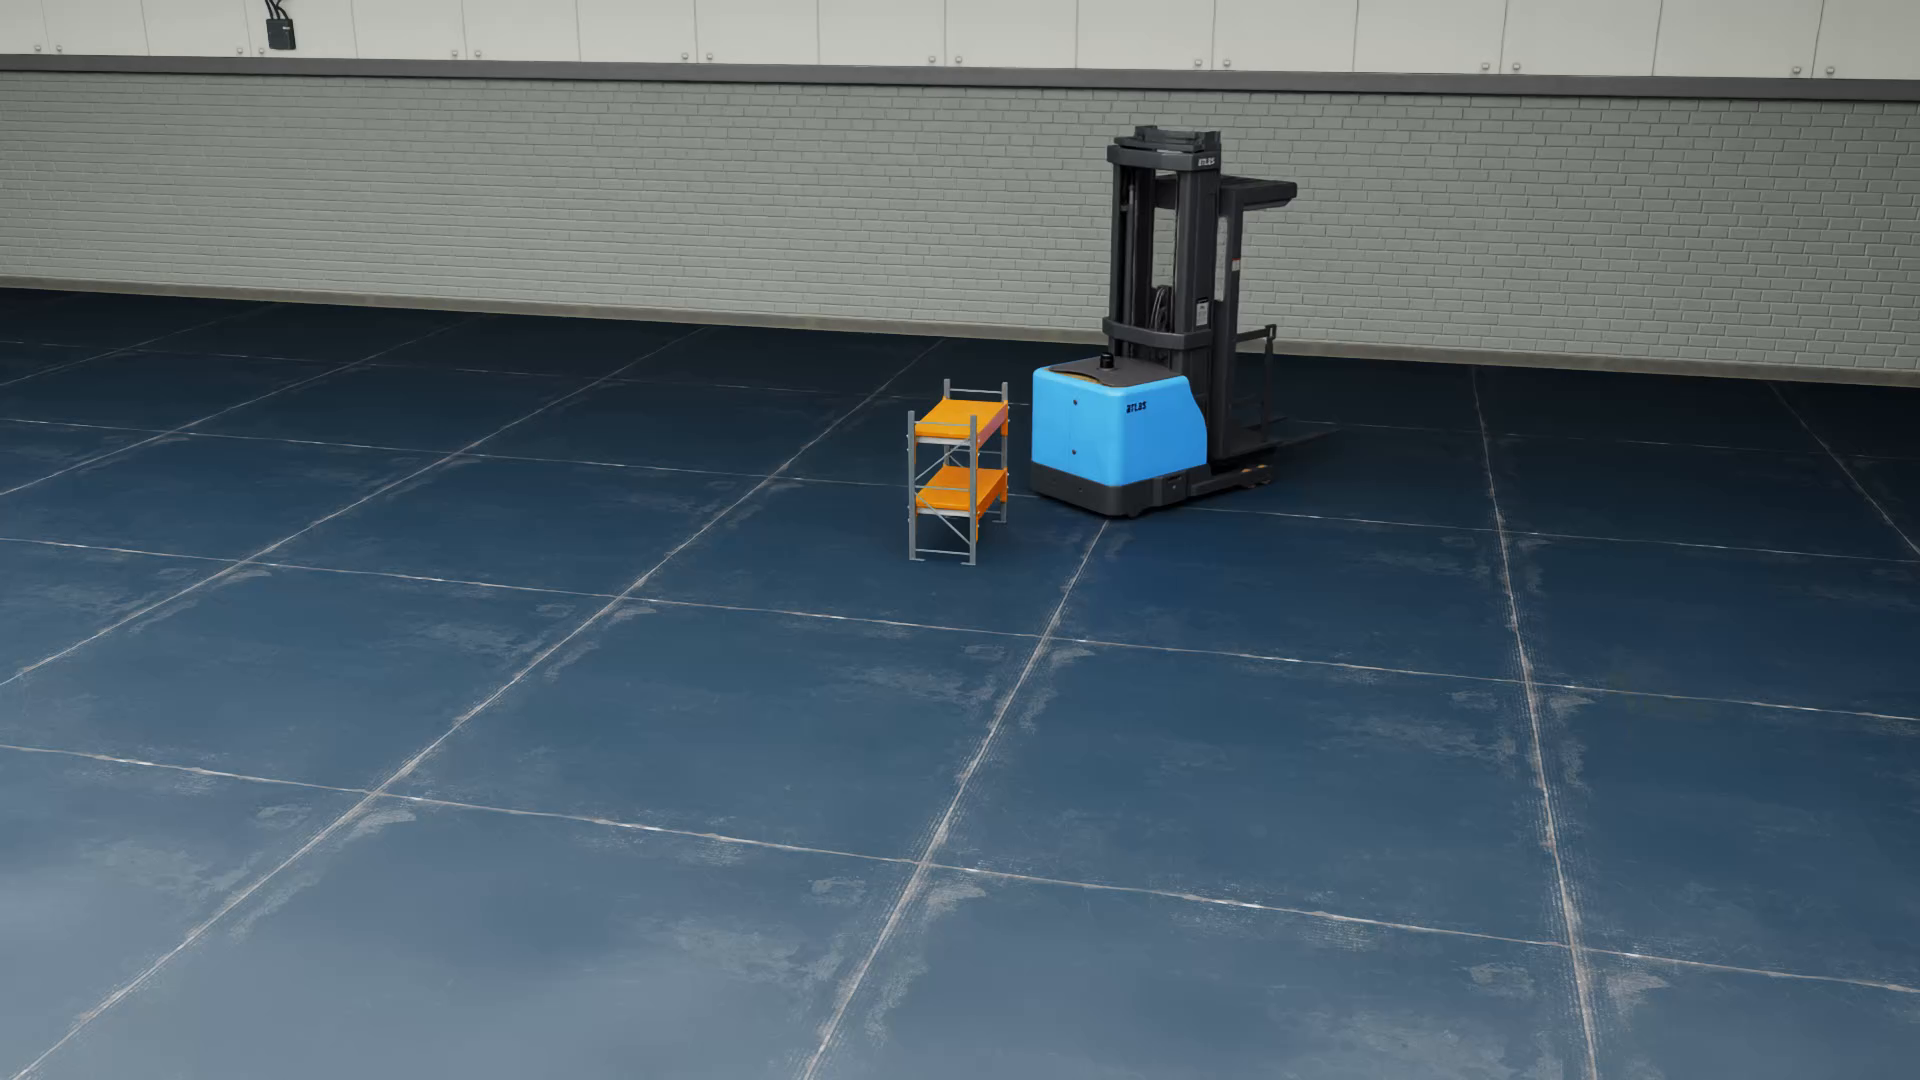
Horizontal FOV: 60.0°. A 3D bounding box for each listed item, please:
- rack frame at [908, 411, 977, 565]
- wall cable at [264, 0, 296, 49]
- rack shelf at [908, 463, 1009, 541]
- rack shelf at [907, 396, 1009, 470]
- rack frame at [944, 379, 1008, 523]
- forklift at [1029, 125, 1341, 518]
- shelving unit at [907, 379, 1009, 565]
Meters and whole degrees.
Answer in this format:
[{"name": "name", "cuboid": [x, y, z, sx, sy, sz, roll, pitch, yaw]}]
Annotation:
[{"name": "rack frame", "cuboid": [-0.126, -0.371, 12.033, 0.500, 1.125, 0.032, 5, 19, 13]}, {"name": "wall cable", "cuboid": [-7.453, -8.863, 19.453, 2.305, 6.003, 0.169, 5, 19, 13]}, {"name": "rack shelf", "cuboid": [-0.002, -0.299, 12.579, 0.538, 0.278, 1.000, 5, 19, 13]}, {"name": "rack shelf", "cuboid": [-0.002, -0.807, 12.405, 0.538, 0.278, 1.000, 5, 19, 13]}, {"name": "rack frame", "cuboid": [0.123, -0.690, 12.966, 0.500, 1.125, 0.032, 5, 19, 13]}, {"name": "forklift", "cuboid": [2.033, -1.935, 13.818, 3.031, 2.935, 1.130, -15, 24, -37]}, {"name": "shelving unit", "cuboid": [-0.002, -0.530, 12.500, 0.538, 1.125, 1.048, 5, 19, 13]}]
